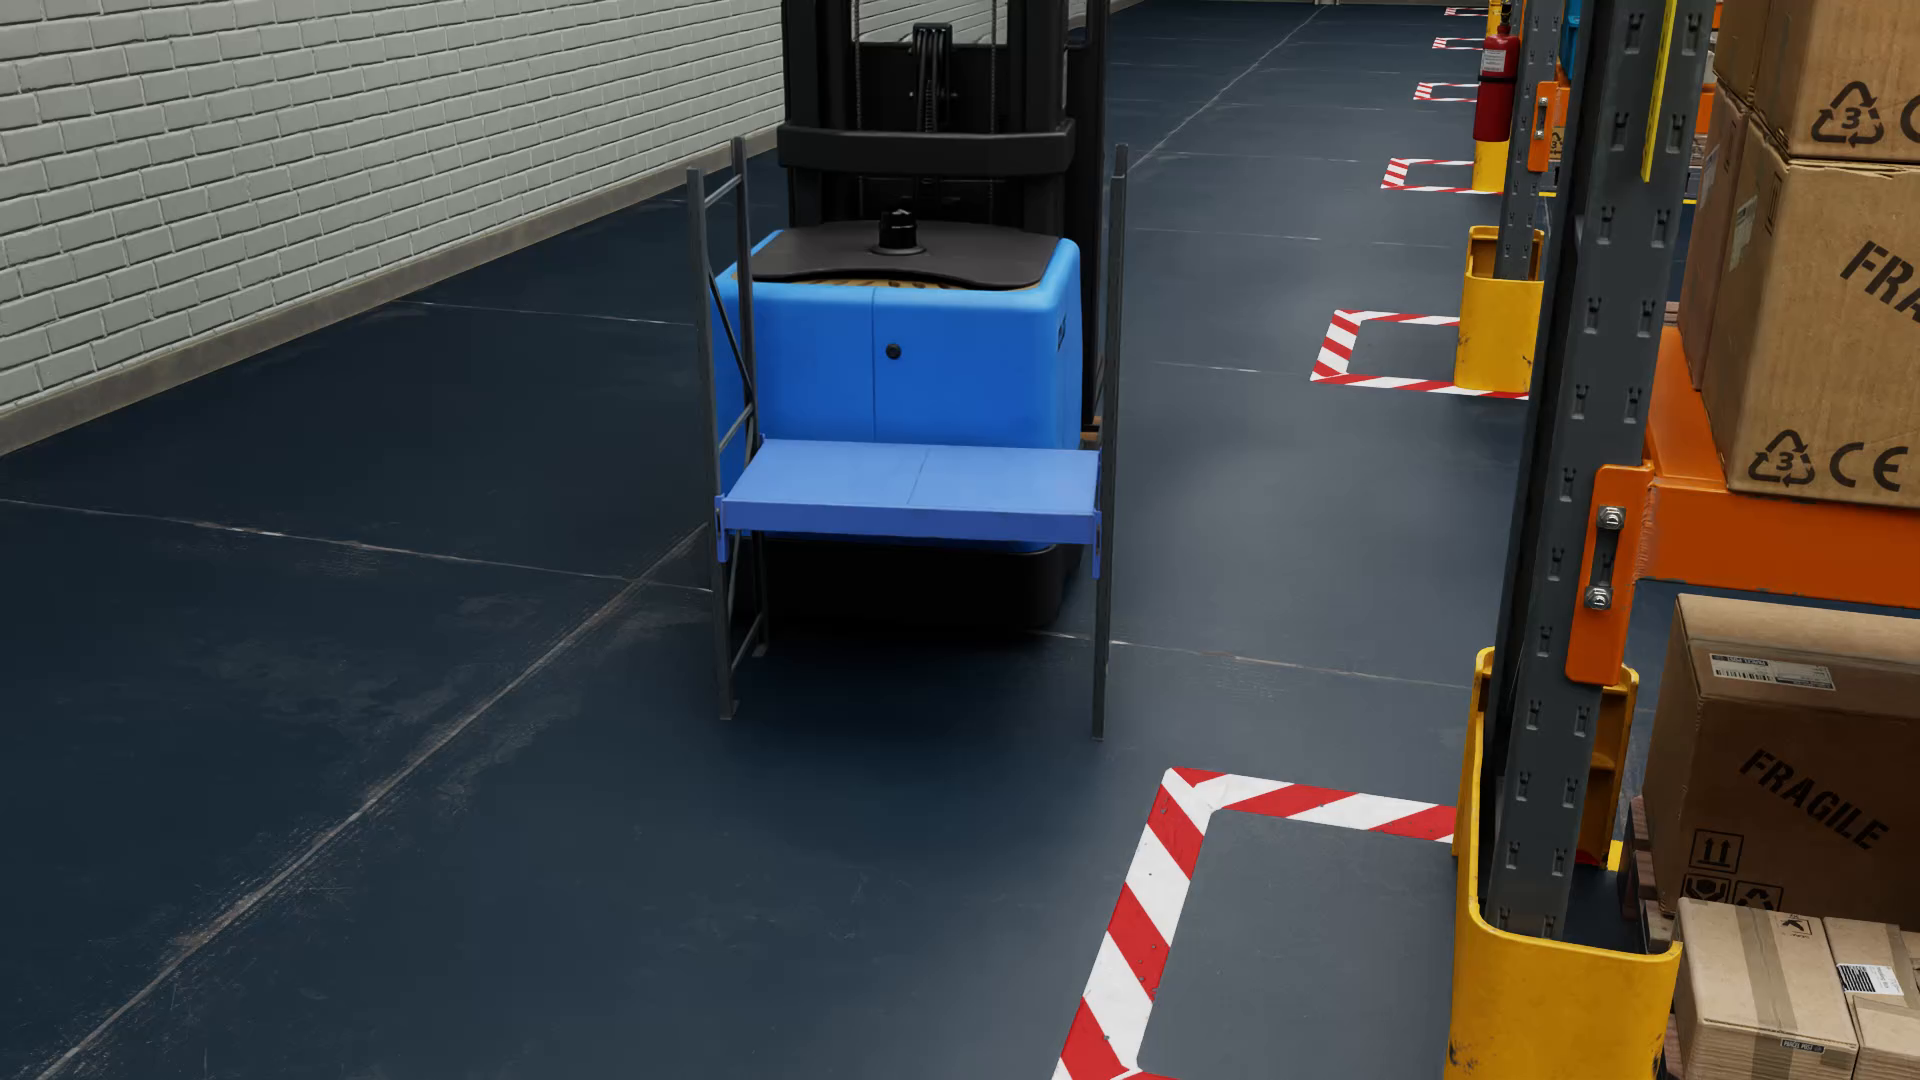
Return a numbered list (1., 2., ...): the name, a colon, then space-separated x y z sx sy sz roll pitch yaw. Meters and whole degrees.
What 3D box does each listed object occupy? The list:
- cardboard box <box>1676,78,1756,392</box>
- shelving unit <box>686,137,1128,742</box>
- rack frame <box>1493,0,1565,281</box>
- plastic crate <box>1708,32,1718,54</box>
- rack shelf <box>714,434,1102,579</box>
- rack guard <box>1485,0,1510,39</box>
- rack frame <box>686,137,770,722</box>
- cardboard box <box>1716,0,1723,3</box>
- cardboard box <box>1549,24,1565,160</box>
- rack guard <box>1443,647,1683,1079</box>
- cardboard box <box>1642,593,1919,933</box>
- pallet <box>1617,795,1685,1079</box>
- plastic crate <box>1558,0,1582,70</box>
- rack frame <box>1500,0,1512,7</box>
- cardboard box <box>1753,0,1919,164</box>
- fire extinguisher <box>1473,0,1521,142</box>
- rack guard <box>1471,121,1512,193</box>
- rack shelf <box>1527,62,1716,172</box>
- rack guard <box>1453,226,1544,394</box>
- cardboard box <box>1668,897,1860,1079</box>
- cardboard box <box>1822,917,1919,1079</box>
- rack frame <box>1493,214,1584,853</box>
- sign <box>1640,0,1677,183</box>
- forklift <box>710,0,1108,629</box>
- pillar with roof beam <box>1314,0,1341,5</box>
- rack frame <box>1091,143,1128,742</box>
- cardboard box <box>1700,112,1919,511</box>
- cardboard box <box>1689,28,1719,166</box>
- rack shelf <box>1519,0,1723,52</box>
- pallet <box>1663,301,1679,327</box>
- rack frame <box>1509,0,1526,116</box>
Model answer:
1. cardboard box: 1.635 -0.558 3.046 0.500 0.500 0.500 7 23 17
2. shelving unit: -0.110 -0.269 4.449 1.048 1.500 0.538 2 22 6
3. rack frame: 2.562 -2.261 7.330 0.127 3.000 1.000 7 23 16
4. plastic crate: 3.395 -2.143 7.311 0.243 0.136 0.396 7 23 16
5. rack shelf: -0.110 -0.102 4.517 1.000 0.185 0.538 2 22 6
6. rack guard: 6.832 -6.507 20.975 0.348 0.500 1.175 7 23 16
7. rack frame: -0.616 -0.290 4.501 0.032 1.500 0.500 2 22 6
8. cardboard box: 4.978 -3.702 11.173 0.250 0.149 0.380 6 23 15
9. cardboard box: 4.628 -3.231 11.940 0.875 0.875 0.875 7 23 16
10. rack guard: 1.200 0.703 3.397 0.348 0.500 1.175 7 23 16
11. cardboard box: 1.719 0.461 3.407 0.500 0.500 0.500 7 23 16
12. pallet: 1.964 0.924 3.240 1.213 0.211 1.003 7 23 16
13. plastic crate: 2.936 -2.336 7.388 0.499 0.435 0.616 7 23 16
14. rack frame: 6.855 -7.661 20.495 0.127 3.000 1.000 7 23 16
15. cardboard box: 1.476 -0.826 2.382 0.500 0.500 0.500 7 23 17
16. fire extinguisher: 2.549 -2.234 7.858 0.183 0.674 0.296 7 23 16
17. rack guard: 3.969 -2.907 12.198 0.348 0.500 1.175 7 23 16
18. rack shelf: 4.477 -1.709 6.932 4.000 0.370 1.077 7 23 16
19. rack guard: 2.535 -1.103 7.799 0.348 0.500 1.175 7 23 16
20. cardboard box: 1.429 0.824 2.985 0.250 0.149 0.380 7 23 16
21. cardboard box: 1.668 0.844 2.914 0.250 0.166 0.380 7 23 16
22. rack frame: 1.126 -0.461 2.940 0.053 2.616 0.949 7 23 16
23. sign: 0.971 -0.665 2.298 0.005 0.325 0.100 7 23 16
24. forklift: -0.016 -1.617 5.851 1.130 2.935 3.031 3 23 8
25. pillar with roof beam: 4.721 -11.300 21.459 0.400 9.000 9.100 7 23 16
26. rack frame: 0.395 -0.247 4.397 0.032 1.500 0.500 2 22 6
27. cardboard box: 2.766 -0.321 2.469 3.026 0.500 1.079 7 23 16
28. cardboard box: 5.500 -3.131 11.697 0.875 0.875 0.875 7 23 16
29. rack shelf: 5.907 -3.509 11.319 4.000 0.370 1.077 7 23 16
30. pallet: 3.340 -0.866 7.604 1.213 0.211 1.003 7 23 16
31. rack frame: 3.992 -4.061 11.717 0.127 3.000 1.000 7 23 16
